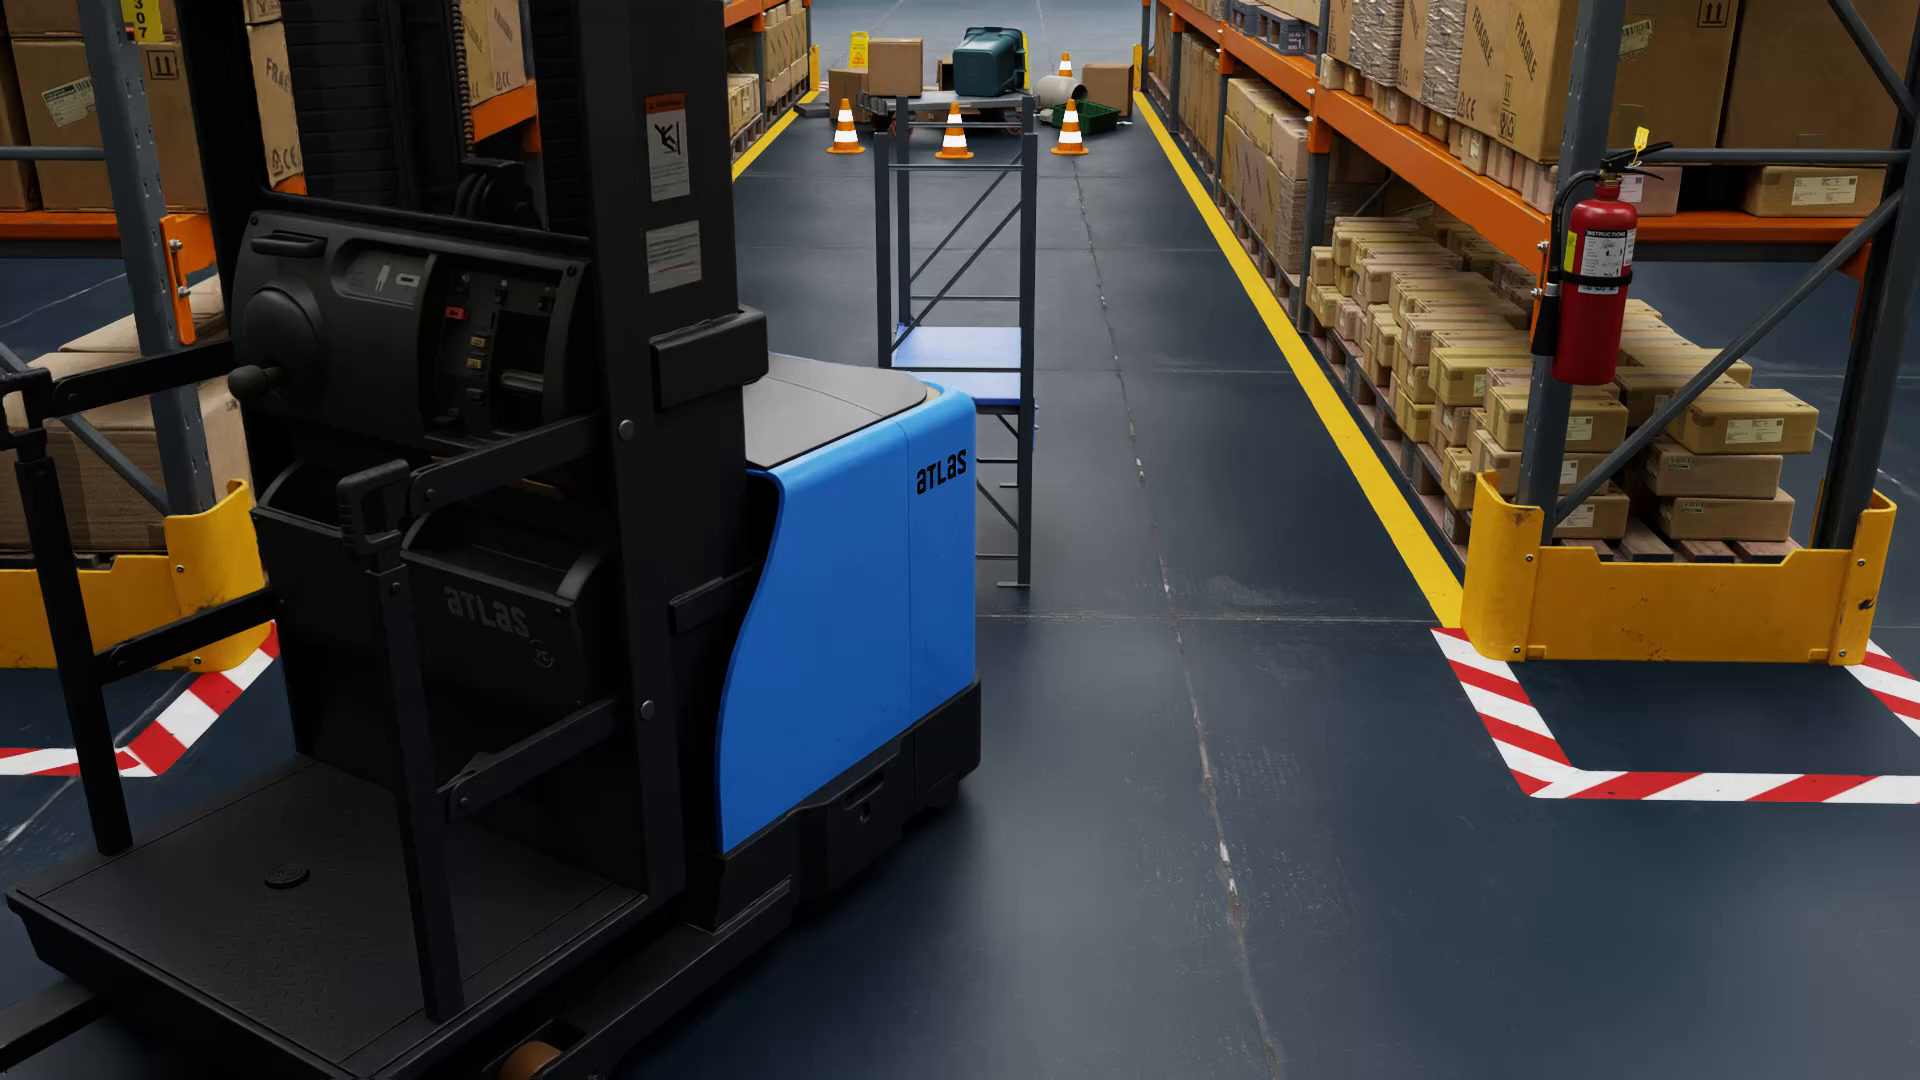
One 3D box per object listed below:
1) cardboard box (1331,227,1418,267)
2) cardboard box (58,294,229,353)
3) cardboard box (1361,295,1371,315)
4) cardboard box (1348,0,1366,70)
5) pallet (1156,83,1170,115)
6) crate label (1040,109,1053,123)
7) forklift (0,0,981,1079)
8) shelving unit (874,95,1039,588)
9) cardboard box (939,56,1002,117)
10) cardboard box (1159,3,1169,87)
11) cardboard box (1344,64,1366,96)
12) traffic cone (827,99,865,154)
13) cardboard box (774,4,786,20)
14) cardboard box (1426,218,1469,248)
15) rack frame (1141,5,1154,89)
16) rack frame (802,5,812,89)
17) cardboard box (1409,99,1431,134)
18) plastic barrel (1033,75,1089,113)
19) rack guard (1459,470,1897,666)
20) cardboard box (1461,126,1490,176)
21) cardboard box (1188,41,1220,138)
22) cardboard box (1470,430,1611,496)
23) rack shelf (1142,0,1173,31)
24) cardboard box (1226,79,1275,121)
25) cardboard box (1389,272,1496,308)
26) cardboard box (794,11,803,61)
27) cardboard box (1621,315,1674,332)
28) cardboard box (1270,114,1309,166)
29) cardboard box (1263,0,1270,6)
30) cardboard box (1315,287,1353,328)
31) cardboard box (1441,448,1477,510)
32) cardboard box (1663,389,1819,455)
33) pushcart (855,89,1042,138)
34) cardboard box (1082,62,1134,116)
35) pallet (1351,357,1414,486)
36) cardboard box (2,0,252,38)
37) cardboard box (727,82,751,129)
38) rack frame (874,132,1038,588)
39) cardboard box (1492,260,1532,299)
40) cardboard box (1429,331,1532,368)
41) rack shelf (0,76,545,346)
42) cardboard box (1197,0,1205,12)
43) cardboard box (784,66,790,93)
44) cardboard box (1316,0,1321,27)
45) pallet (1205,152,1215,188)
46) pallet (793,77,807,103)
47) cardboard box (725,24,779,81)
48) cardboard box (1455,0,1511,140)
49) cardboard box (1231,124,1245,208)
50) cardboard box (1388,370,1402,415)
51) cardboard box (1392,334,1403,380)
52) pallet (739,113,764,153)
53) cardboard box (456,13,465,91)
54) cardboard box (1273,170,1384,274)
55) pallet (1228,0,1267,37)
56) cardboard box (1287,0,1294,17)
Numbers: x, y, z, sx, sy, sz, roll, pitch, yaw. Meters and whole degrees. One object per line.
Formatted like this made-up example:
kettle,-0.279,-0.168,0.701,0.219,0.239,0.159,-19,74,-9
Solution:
cardboard box,2.020,-1.426,8.096,0.380,0.149,0.250,2,21,4
cardboard box,-2.828,-0.647,6.511,0.875,0.438,0.875,1,21,3
cardboard box,2.074,-1.103,7.673,0.380,0.149,0.250,0,21,-1
cardboard box,2.030,-2.333,7.346,0.500,0.500,0.500,1,21,2
pallet,2.684,-4.812,18.139,1.003,0.211,1.213,1,21,2
crate label,0.967,-4.321,16.975,0.298,0.136,0.250,-16,26,-35
forklift,-1.169,-0.382,2.960,1.130,2.935,3.031,13,25,30
shelving unit,0.003,-0.730,5.837,0.538,1.500,1.048,1,21,2
cardboard box,0.176,-4.758,17.409,0.797,0.637,0.503,1,21,2
cardboard box,2.691,-5.483,18.371,0.875,0.875,0.875,0,21,1
cardboard box,2.036,-2.193,7.882,0.380,0.149,0.250,1,21,3
traffic cone,-1.041,-3.767,15.098,0.336,0.463,0.334,1,21,2
cardboard box,-2.032,-5.518,17.390,0.380,0.149,0.250,2,21,5
cardboard box,2.555,-1.516,8.327,0.380,0.149,0.250,1,21,3
rack frame,2.670,-6.842,19.516,1.000,3.000,0.127,1,21,2
rack frame,-2.281,-6.860,19.562,1.000,3.000,0.127,1,21,2
cardboard box,2.016,-1.713,6.645,0.380,0.149,0.250,1,21,4
plastic barrel,1.050,-4.622,17.355,0.512,0.421,0.421,18,27,38
rack guard,2.186,0.081,5.129,1.175,0.500,0.348,1,21,2
cardboard box,1.933,-1.334,5.667,0.380,0.149,0.250,1,21,3
cardboard box,2.587,-3.969,14.640,1.050,0.750,0.750,1,21,2
cardboard box,1.914,-0.256,5.492,0.380,0.149,0.250,0,21,0
rack shelf,2.609,-5.784,17.782,1.077,0.370,4.000,1,21,2
cardboard box,2.164,-3.083,11.666,0.500,0.250,0.500,0,21,-1
cardboard box,2.061,-1.049,7.124,0.380,0.149,0.250,0,21,-1
cardboard box,-2.057,-5.642,18.608,0.500,0.500,0.500,1,21,4
cardboard box,2.506,-0.768,6.400,0.380,0.149,0.250,1,21,4
cardboard box,2.104,-2.341,9.754,0.500,0.250,0.500,2,21,4
cardboard box,2.189,-3.576,10.866,0.380,0.149,0.250,2,21,4
cardboard box,1.965,-1.146,8.195,0.380,0.149,0.250,1,21,3
cardboard box,1.898,-0.210,5.785,0.380,0.149,0.250,1,21,3
cardboard box,2.539,-0.387,5.417,0.380,0.149,0.250,0,21,-1
pushcart,-0.122,-4.184,16.291,1.648,0.377,0.936,-7,22,-17
cardboard box,1.570,-4.804,17.716,0.500,0.500,0.500,4,22,11
pallet,2.286,-0.518,7.072,1.003,0.211,1.213,1,21,2
cardboard box,-2.468,-1.758,4.893,0.500,0.500,0.500,0,21,0
cardboard box,-2.434,-3.935,15.075,0.950,0.372,0.625,2,21,5
rack frame,-0.013,-0.546,5.363,0.500,1.500,0.032,1,21,2
cardboard box,2.584,-1.141,7.361,0.380,0.149,0.250,0,21,-1
cardboard box,1.964,-0.673,6.156,0.380,0.149,0.250,0,21,-1
rack shelf,-2.706,-1.463,6.646,1.077,0.370,4.000,1,21,2
cardboard box,2.204,-4.523,13.401,0.500,0.500,0.500,0,21,1
cardboard box,-2.096,-4.923,17.791,0.500,0.250,0.500,0,21,1
cardboard box,2.127,-2.822,8.921,0.380,0.149,0.250,1,21,2
pallet,2.526,-2.934,13.298,1.003,0.211,1.213,1,21,2
pallet,-2.343,-5.239,19.240,1.003,0.211,1.213,1,21,2
cardboard box,-2.114,-4.888,16.663,0.500,0.500,0.500,2,21,4
cardboard box,1.961,-1.594,5.440,0.500,0.500,0.500,0,21,1
cardboard box,2.139,-2.545,11.317,0.500,0.500,0.500,1,21,2
cardboard box,1.960,-0.586,6.753,0.380,0.149,0.250,1,21,3
cardboard box,1.958,-0.724,6.698,0.380,0.149,0.250,2,21,4
pallet,-2.424,-3.832,15.614,1.003,0.211,1.213,1,21,2
cardboard box,-2.415,-2.029,6.974,0.500,0.500,0.500,0,21,1
cardboard box,2.076,-1.804,9.407,0.500,0.500,0.500,0,21,1
pallet,2.512,-3.601,11.429,1.213,0.211,1.003,1,21,2
cardboard box,2.156,-3.199,9.893,0.380,0.149,0.250,2,21,4
